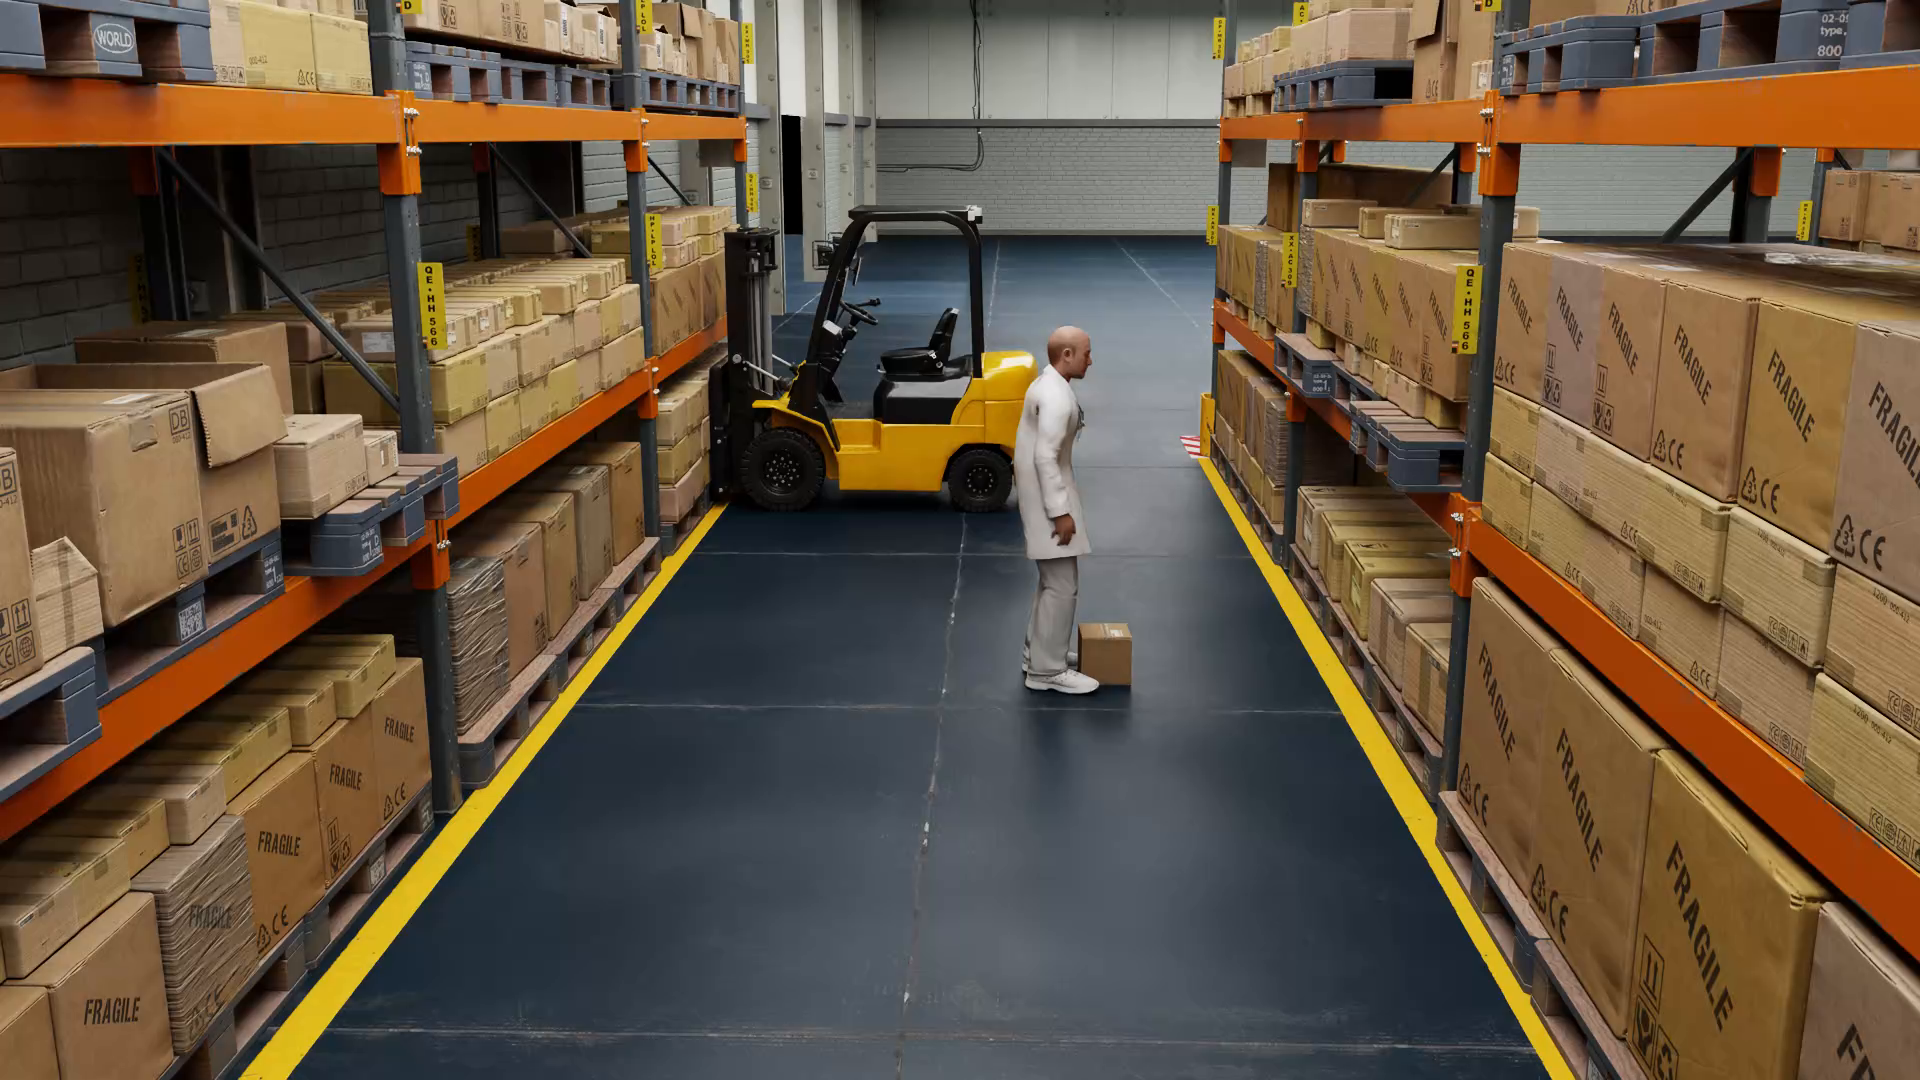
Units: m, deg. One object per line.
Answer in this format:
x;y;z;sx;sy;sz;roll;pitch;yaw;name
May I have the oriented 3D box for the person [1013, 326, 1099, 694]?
0.476;-0.165;8.206;0.426;1.773;0.640;0;14;1;person
